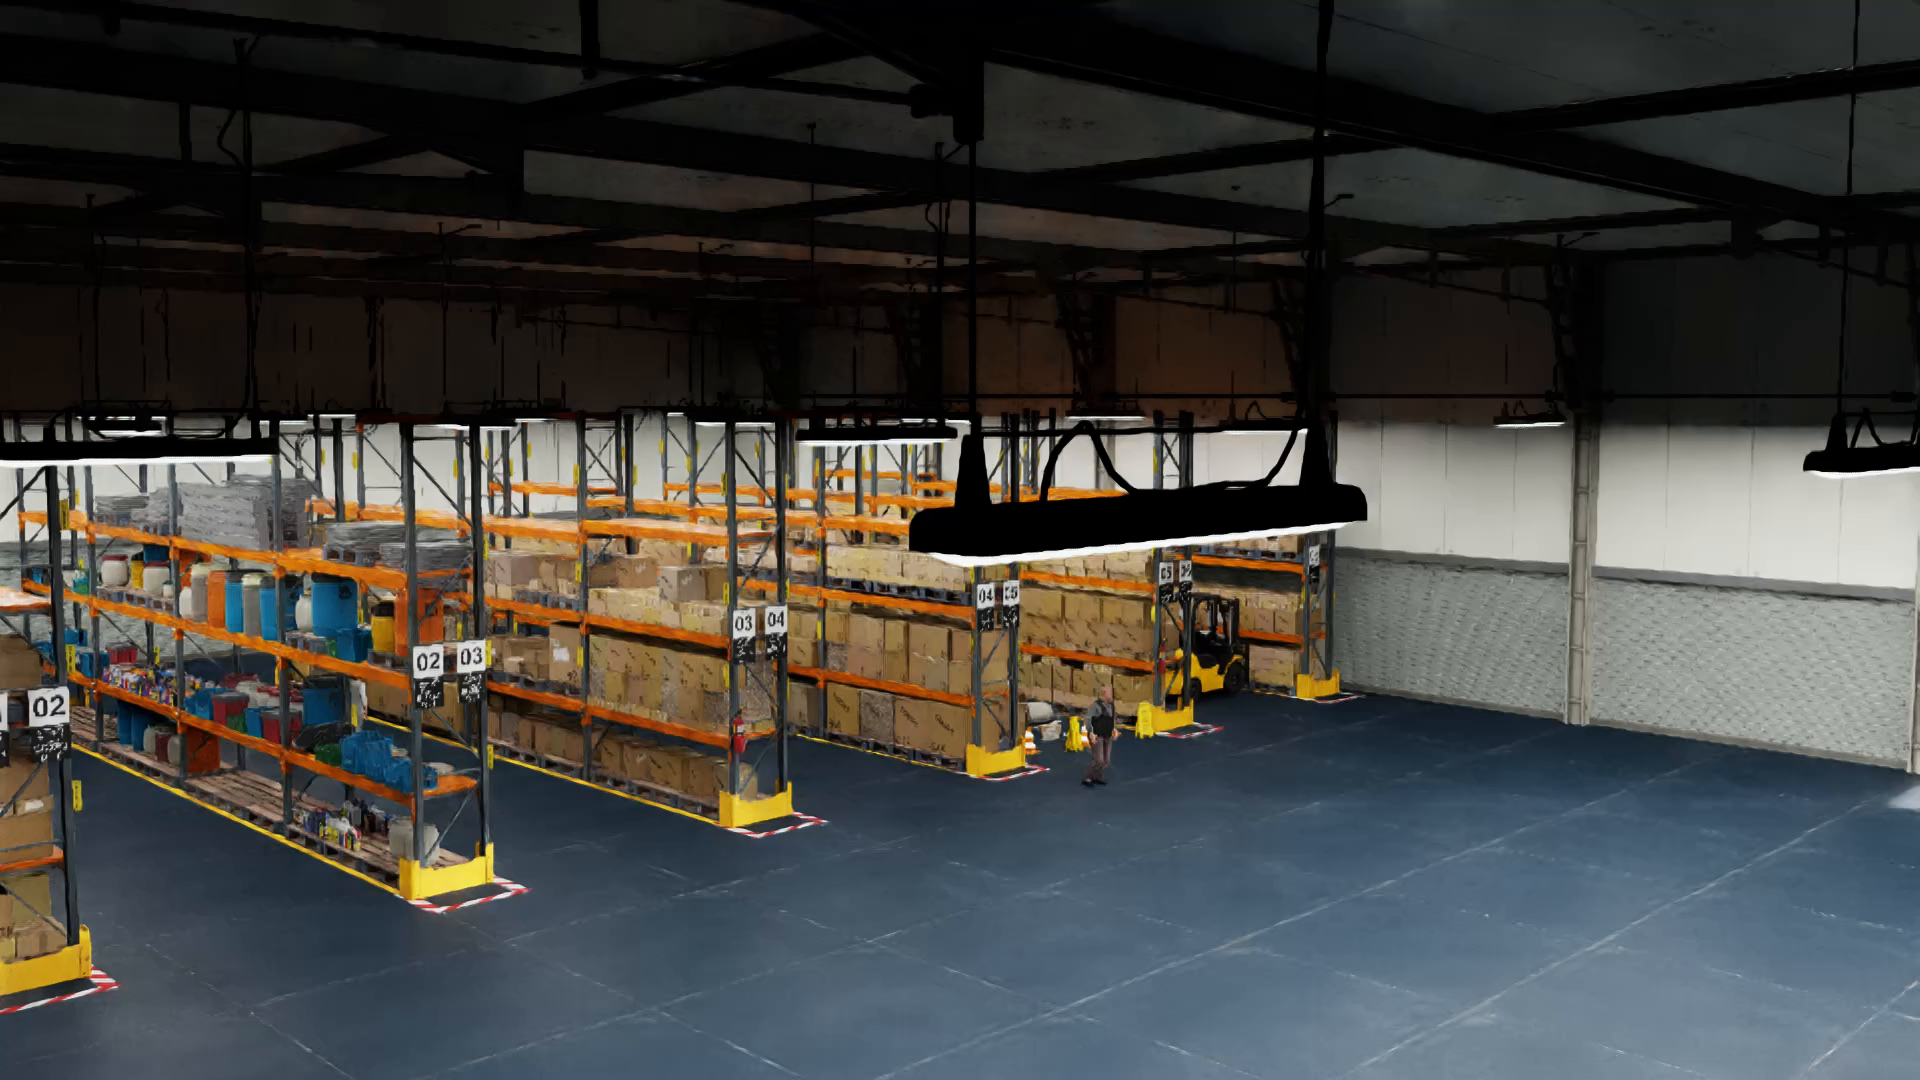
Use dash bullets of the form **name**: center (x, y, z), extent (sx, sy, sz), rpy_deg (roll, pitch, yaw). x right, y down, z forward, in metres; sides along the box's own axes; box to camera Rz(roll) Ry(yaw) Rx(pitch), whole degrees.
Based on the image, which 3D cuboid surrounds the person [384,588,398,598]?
- **person**: center (-14.091, 1.892, 41.385), extent (0.686, 1.709, 0.867), rpy_deg (-4, 6, -39)

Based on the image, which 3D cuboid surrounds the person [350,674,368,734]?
- **person**: center (-10.505, 3.004, 28.968), extent (0.504, 1.603, 0.419), rpy_deg (2, 5, 17)

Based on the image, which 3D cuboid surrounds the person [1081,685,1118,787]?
- **person**: center (2.264, 3.166, 26.945), extent (0.534, 1.671, 0.677), rpy_deg (5, 7, 44)
